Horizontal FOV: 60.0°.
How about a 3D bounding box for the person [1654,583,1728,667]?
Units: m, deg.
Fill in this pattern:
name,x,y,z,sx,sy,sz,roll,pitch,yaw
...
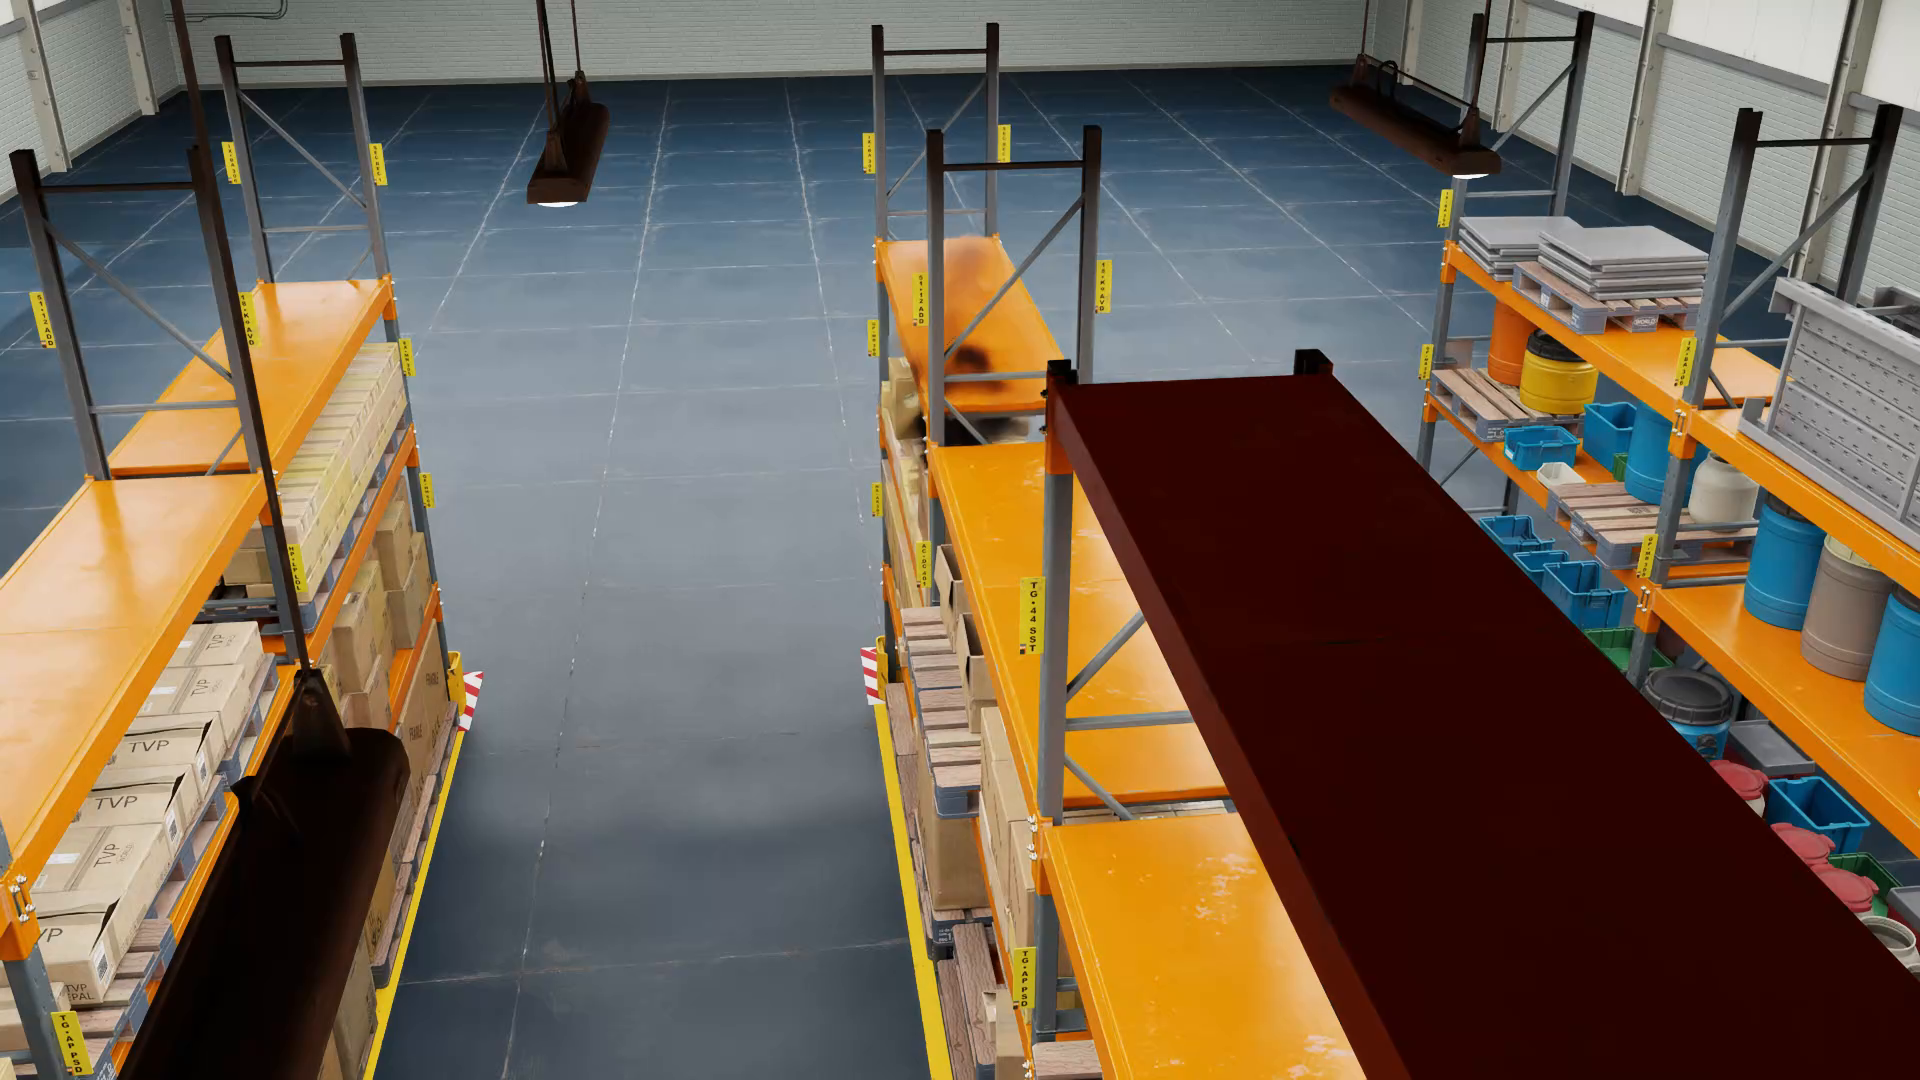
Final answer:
name,x,y,z,sx,sy,sz,roll,pitch,yaw
person,6.370,0.798,14.771,0.662,1.792,1.050,-6,26,-13
